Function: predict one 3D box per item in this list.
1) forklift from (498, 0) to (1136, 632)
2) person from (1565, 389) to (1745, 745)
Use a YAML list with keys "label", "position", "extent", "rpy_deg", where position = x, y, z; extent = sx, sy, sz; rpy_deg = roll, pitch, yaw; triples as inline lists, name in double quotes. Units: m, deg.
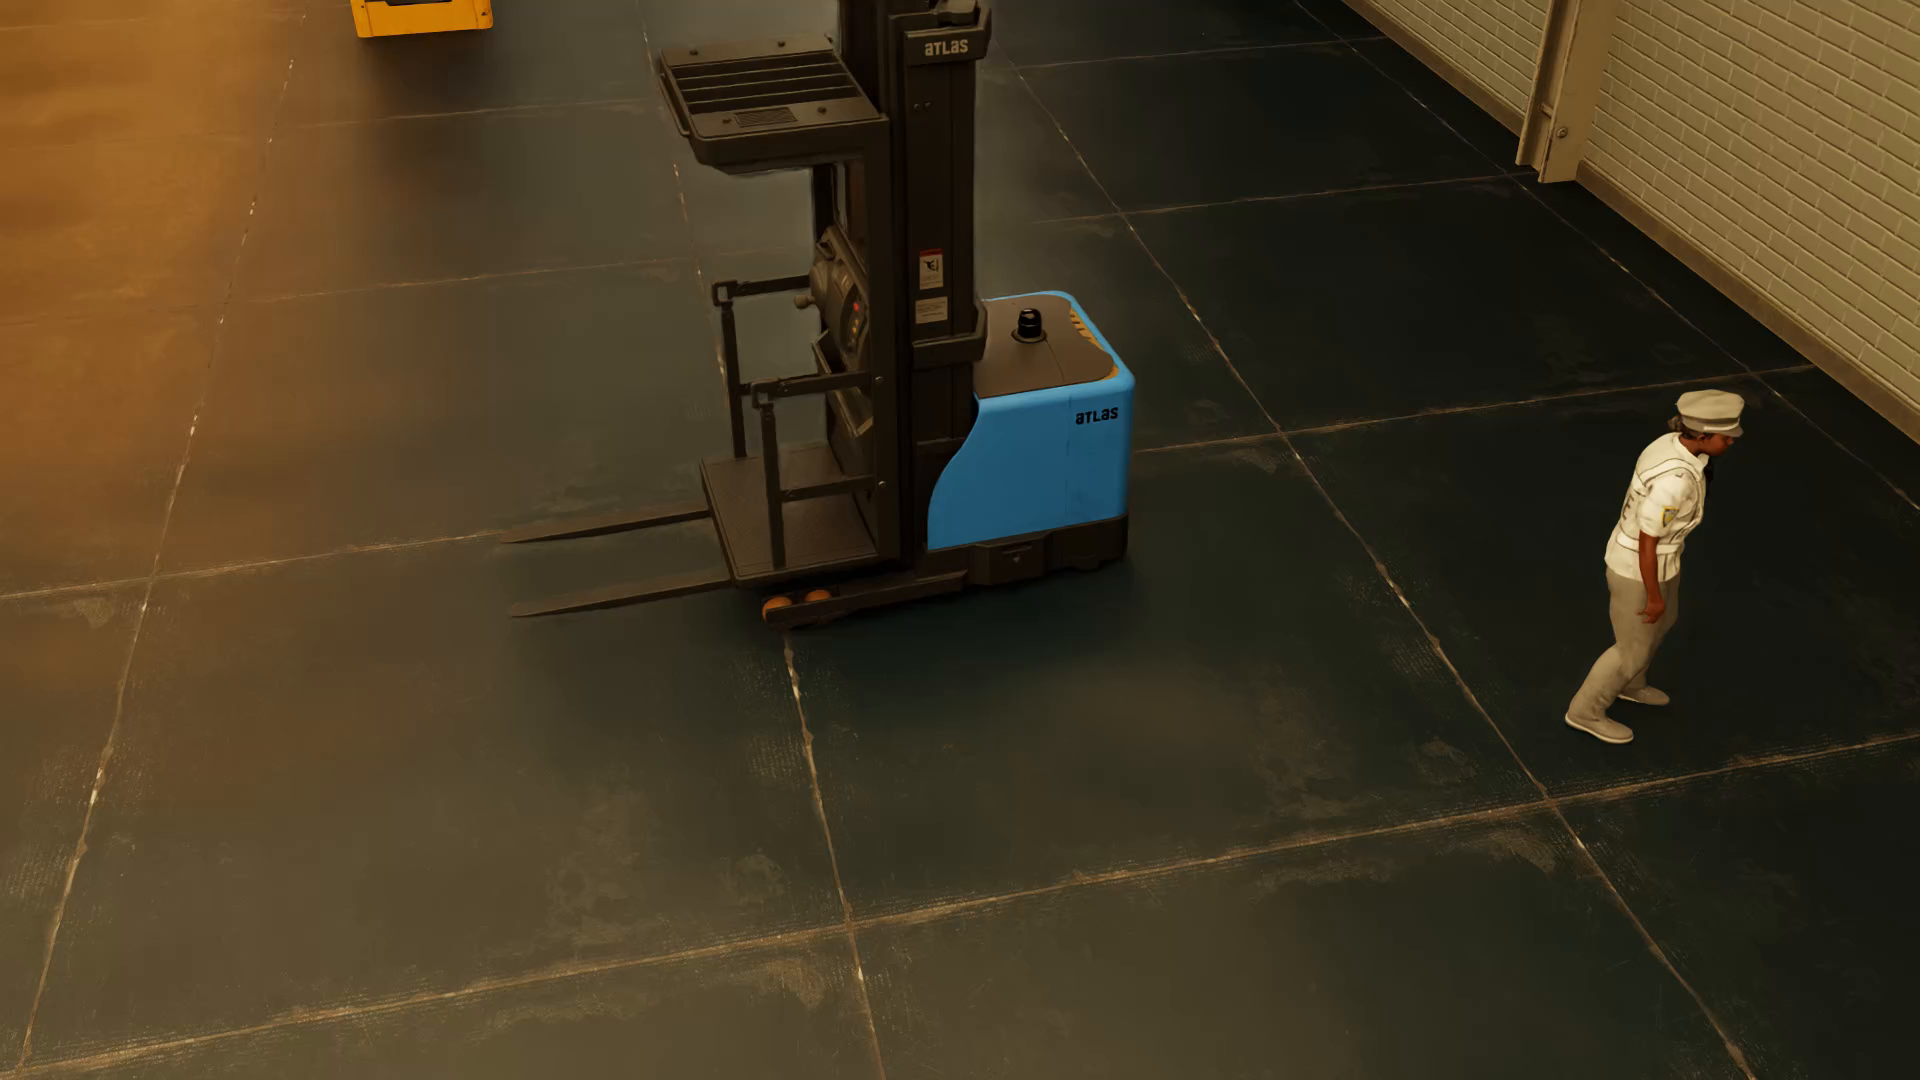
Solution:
- label: "forklift"
  position: [-0.732, -1.096, 7.574]
  extent: [3.031, 2.935, 1.130]
  rpy_deg: [-10, 37, -13]
- label: "person"
  position: [2.932, 0.129, 6.990]
  extent: [0.436, 1.673, 0.519]
  rpy_deg: [16, 39, 21]
